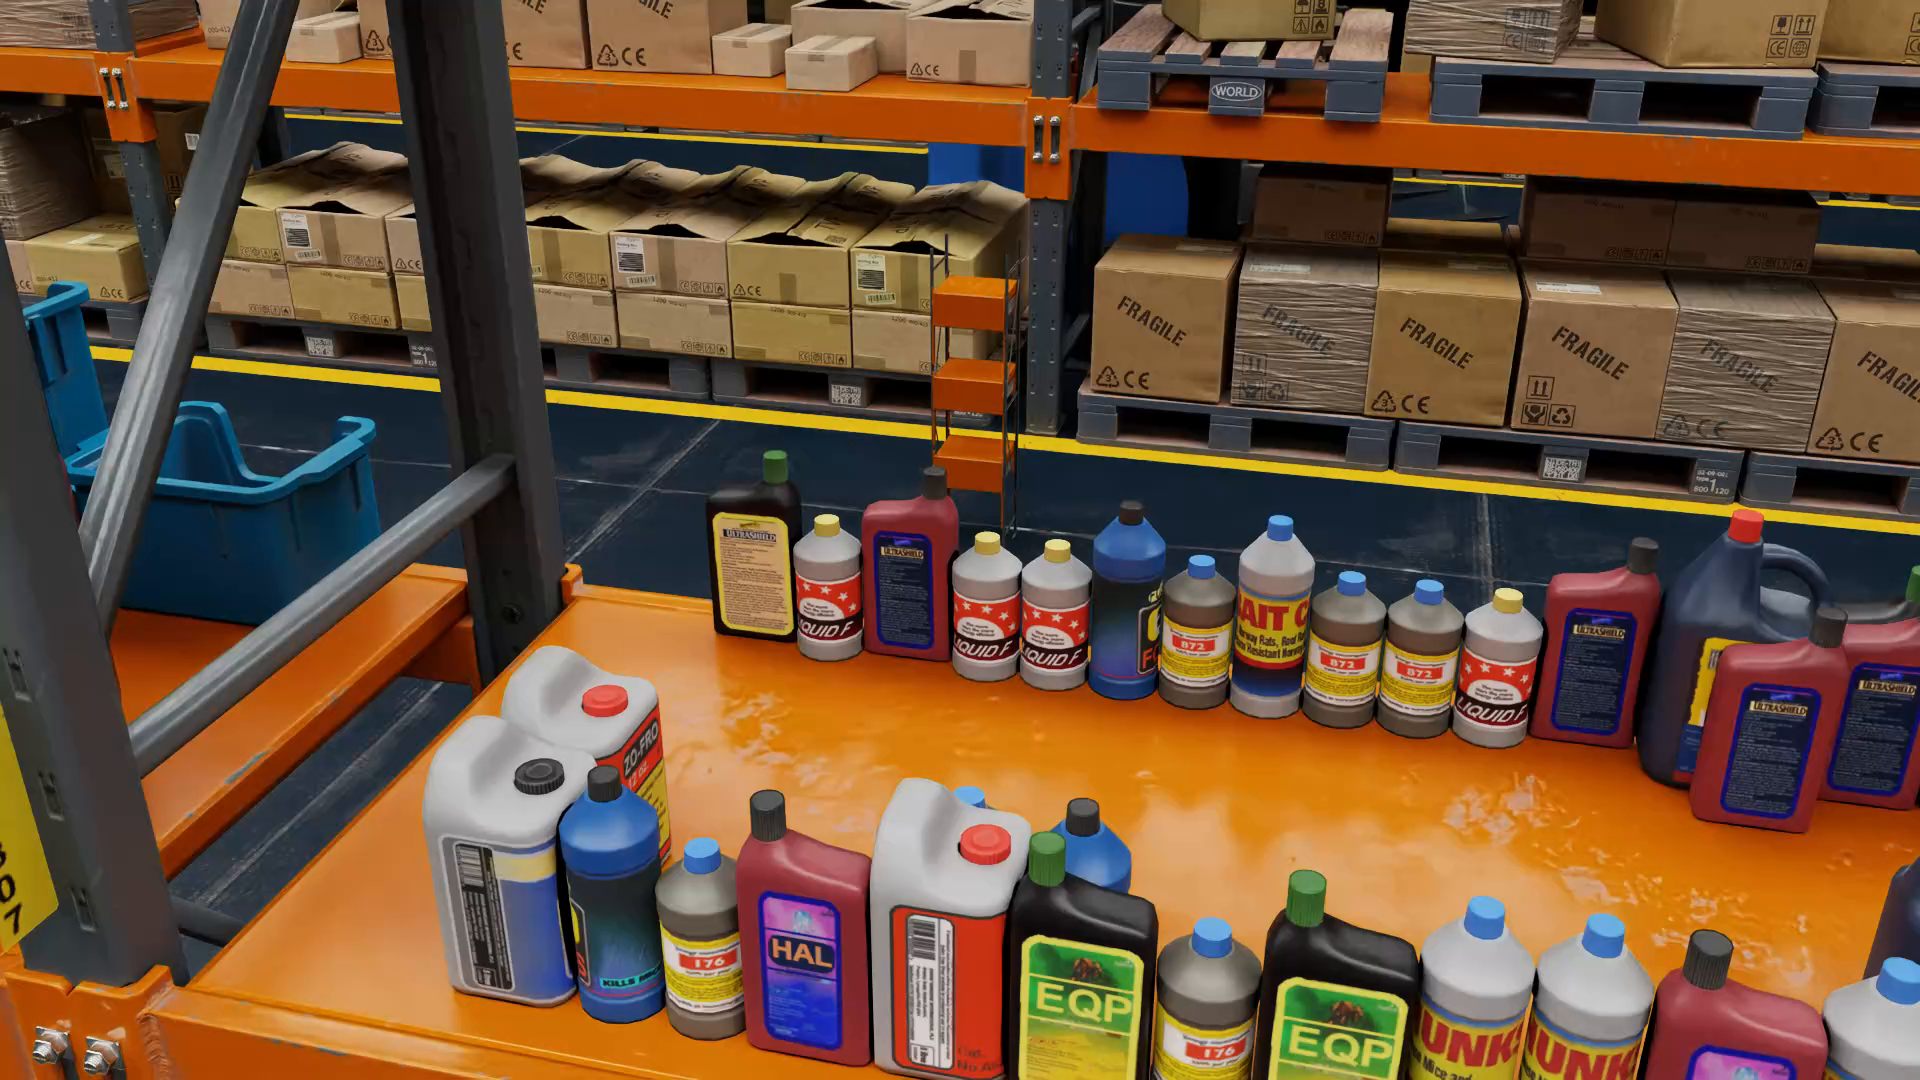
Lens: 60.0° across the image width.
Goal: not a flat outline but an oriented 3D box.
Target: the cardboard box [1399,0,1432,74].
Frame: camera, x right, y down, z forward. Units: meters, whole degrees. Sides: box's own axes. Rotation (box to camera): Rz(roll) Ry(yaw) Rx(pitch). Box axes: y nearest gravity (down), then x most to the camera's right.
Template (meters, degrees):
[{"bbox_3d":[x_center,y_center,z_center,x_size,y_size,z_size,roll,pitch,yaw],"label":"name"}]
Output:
[{"bbox_3d":[3.203,-3.027,10.631,0.750,0.750,0.750,6,26,13],"label":"cardboard box"}]

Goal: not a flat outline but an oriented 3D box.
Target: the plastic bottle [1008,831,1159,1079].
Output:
[{"bbox_3d":[0.114,0.403,1.550,0.133,0.283,0.061,6,26,13],"label":"plastic bottle"}]

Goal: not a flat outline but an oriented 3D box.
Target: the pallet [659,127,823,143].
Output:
[{"bbox_3d":[-1.443,-3.124,12.067,1.213,0.211,1.003,6,26,13],"label":"pallet"}]

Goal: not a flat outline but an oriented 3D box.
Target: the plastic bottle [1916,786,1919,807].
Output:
[{"bbox_3d":[1.266,0.165,1.970,0.185,0.351,0.144,6,26,13],"label":"plastic bottle"}]

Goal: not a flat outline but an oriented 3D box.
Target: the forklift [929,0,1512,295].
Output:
[{"bbox_3d":[1.401,-2.803,8.227,3.031,2.935,1.130,-7,26,-15],"label":"forklift"}]

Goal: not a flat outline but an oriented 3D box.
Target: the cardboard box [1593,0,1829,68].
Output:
[{"bbox_3d":[2.594,-1.945,5.741,0.500,0.500,0.700,0,25,0],"label":"cardboard box"}]

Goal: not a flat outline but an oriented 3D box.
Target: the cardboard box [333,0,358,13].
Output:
[{"bbox_3d":[-2.530,-2.325,7.300,0.258,0.266,0.396,6,26,12],"label":"cardboard box"}]

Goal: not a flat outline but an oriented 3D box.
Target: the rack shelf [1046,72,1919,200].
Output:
[{"bbox_3d":[2.383,-1.436,6.114,4.000,0.370,1.077,6,26,13],"label":"rack shelf"}]

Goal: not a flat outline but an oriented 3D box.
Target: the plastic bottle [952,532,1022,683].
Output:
[{"bbox_3d":[0.038,0.087,2.309,0.097,0.201,0.097,0,25,0],"label":"plastic bottle"}]

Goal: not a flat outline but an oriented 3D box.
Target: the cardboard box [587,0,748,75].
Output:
[{"bbox_3d":[-1.183,-2.193,6.751,0.500,0.500,0.500,5,26,10],"label":"cardboard box"}]

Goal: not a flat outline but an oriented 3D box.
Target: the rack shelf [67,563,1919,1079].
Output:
[{"bbox_3d":[1.146,0.626,1.783,4.000,0.370,1.077,6,26,13],"label":"rack shelf"}]

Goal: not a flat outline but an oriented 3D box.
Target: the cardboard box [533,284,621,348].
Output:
[{"bbox_3d":[-1.609,-1.041,7.157,0.500,0.250,0.500,7,26,14],"label":"cardboard box"}]

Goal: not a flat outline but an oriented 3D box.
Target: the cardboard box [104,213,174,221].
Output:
[{"bbox_3d":[-3.801,-1.527,8.179,0.500,0.250,0.500,6,26,13],"label":"cardboard box"}]

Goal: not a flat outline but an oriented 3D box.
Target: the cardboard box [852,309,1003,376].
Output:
[{"bbox_3d":[-0.124,-0.878,6.815,0.500,0.250,0.500,7,26,14],"label":"cardboard box"}]

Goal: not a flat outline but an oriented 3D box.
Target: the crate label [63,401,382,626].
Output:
[{"bbox_3d":[-1.106,-0.039,2.537,0.416,0.233,0.303,6,26,13],"label":"crate label"}]

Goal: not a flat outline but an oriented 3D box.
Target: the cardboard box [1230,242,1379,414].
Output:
[{"bbox_3d":[1.324,-0.824,6.387,0.500,0.500,0.500,5,26,11],"label":"cardboard box"}]

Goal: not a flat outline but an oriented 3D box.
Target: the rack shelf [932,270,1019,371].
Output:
[{"bbox_3d":[0.052,-0.715,5.395,0.240,0.259,0.215,6,26,13],"label":"rack shelf"}]

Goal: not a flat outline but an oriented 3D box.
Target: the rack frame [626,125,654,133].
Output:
[{"bbox_3d":[-2.198,-4.466,11.641,0.127,3.000,1.000,6,26,13],"label":"rack frame"}]

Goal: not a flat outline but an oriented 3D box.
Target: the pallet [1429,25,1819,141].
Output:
[{"bbox_3d":[2.331,-1.682,6.017,1.213,0.211,1.003,6,26,13],"label":"pallet"}]

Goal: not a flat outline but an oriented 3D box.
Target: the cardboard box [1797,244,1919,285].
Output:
[{"bbox_3d":[3.393,-0.823,6.384,0.500,0.500,0.500,7,26,14],"label":"cardboard box"}]

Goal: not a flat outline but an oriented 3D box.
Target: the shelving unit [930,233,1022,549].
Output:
[{"bbox_3d":[0.052,-0.468,5.512,0.252,1.050,0.215,6,26,13],"label":"shelving unit"}]

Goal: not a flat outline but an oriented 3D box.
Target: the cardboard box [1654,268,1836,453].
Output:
[{"bbox_3d":[2.809,-0.661,6.044,0.500,0.500,0.500,7,26,14],"label":"cardboard box"}]

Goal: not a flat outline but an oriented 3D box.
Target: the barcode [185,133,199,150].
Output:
[{"bbox_3d":[-3.284,-1.706,7.123,0.075,0.075,0.001,6,26,13],"label":"barcode"}]

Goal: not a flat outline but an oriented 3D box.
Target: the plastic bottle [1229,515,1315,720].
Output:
[{"bbox_3d":[0.415,0.097,2.207,0.097,0.271,0.097,0,25,0],"label":"plastic bottle"}]

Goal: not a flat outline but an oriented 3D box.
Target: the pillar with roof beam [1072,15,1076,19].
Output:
[{"bbox_3d":[-0.439,-5.454,6.736,0.400,9.000,9.100,6,26,13],"label":"pillar with roof beam"}]

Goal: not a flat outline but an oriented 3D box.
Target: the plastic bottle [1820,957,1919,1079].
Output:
[{"bbox_3d":[0.772,0.473,1.416,0.097,0.271,0.097,0,25,0],"label":"plastic bottle"}]

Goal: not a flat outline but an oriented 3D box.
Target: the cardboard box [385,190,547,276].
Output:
[{"bbox_3d":[-2.104,-1.346,7.146,0.500,0.311,0.500,5,26,11],"label":"cardboard box"}]

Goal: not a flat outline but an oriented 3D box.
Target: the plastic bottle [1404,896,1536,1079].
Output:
[{"bbox_3d":[0.454,0.438,1.490,0.097,0.271,0.097,0,25,0],"label":"plastic bottle"}]

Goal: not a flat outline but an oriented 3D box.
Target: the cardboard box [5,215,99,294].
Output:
[{"bbox_3d":[-4.413,-1.368,7.844,0.500,0.250,0.500,6,26,13],"label":"cardboard box"}]

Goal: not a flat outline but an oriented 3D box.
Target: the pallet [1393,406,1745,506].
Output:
[{"bbox_3d":[2.338,-0.489,6.531,1.213,0.211,1.003,6,26,13],"label":"pallet"}]

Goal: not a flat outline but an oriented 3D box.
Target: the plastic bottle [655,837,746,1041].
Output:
[{"bbox_3d":[-0.253,0.391,1.669,0.097,0.201,0.097,0,25,0],"label":"plastic bottle"}]

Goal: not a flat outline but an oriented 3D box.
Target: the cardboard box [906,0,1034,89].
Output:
[{"bbox_3d":[0.105,-1.992,6.548,0.500,0.311,0.500,8,27,16],"label":"cardboard box"}]

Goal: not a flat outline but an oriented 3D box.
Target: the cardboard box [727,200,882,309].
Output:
[{"bbox_3d":[-0.627,-1.183,6.803,0.500,0.311,0.500,6,26,12],"label":"cardboard box"}]

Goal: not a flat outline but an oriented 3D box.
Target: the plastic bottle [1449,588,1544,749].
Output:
[{"bbox_3d":[0.698,0.160,2.156,0.097,0.201,0.097,0,25,0],"label":"plastic bottle"}]

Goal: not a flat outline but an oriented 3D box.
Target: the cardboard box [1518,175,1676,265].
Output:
[{"bbox_3d":[2.458,-1.269,6.450,0.500,0.250,0.500,6,26,12],"label":"cardboard box"}]

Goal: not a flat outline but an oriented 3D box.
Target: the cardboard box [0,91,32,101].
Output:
[{"bbox_3d":[-4.767,-1.977,8.251,0.500,0.500,0.500,6,26,13],"label":"cardboard box"}]

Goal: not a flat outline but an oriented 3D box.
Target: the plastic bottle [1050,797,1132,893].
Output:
[{"bbox_3d":[0.116,0.374,1.625,0.097,0.271,0.097,0,25,0],"label":"plastic bottle"}]

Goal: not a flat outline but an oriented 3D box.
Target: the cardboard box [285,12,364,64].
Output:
[{"bbox_3d":[-2.620,-2.110,6.985,0.250,0.149,0.380,6,26,13],"label":"cardboard box"}]

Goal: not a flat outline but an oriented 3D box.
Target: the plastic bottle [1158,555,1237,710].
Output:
[{"bbox_3d":[0.321,0.118,2.244,0.097,0.201,0.097,0,25,0],"label":"plastic bottle"}]

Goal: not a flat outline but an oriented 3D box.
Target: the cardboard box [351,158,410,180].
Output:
[{"bbox_3d":[-2.459,-1.628,7.737,0.500,0.311,0.500,7,26,14],"label":"cardboard box"}]

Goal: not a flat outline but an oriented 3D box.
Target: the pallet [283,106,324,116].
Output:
[{"bbox_3d":[-5.220,-3.525,12.909,1.213,0.211,1.003,6,26,13],"label":"pallet"}]

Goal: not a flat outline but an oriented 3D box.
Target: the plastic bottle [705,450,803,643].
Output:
[{"bbox_3d":[-0.293,0.005,2.386,0.133,0.283,0.061,6,26,13],"label":"plastic bottle"}]

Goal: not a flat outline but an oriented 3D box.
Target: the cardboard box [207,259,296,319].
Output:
[{"bbox_3d":[-3.099,-1.205,7.502,0.500,0.250,0.500,6,26,12],"label":"cardboard box"}]

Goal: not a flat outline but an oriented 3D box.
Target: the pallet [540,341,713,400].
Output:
[{"bbox_3d":[-1.519,-0.952,7.504,1.213,0.211,1.003,6,26,13],"label":"pallet"}]

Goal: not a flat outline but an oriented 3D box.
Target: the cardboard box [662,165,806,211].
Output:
[{"bbox_3d":[-0.992,-1.463,7.391,0.500,0.311,0.500,6,26,12],"label":"cardboard box"}]

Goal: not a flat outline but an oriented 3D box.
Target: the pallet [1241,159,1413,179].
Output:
[{"bbox_3d":[2.421,-2.663,11.098,1.213,0.211,1.003,6,26,13],"label":"pallet"}]

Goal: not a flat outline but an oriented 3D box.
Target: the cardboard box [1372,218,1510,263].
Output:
[{"bbox_3d":[1.912,-0.987,6.730,0.500,0.500,0.500,5,26,11],"label":"cardboard box"}]
